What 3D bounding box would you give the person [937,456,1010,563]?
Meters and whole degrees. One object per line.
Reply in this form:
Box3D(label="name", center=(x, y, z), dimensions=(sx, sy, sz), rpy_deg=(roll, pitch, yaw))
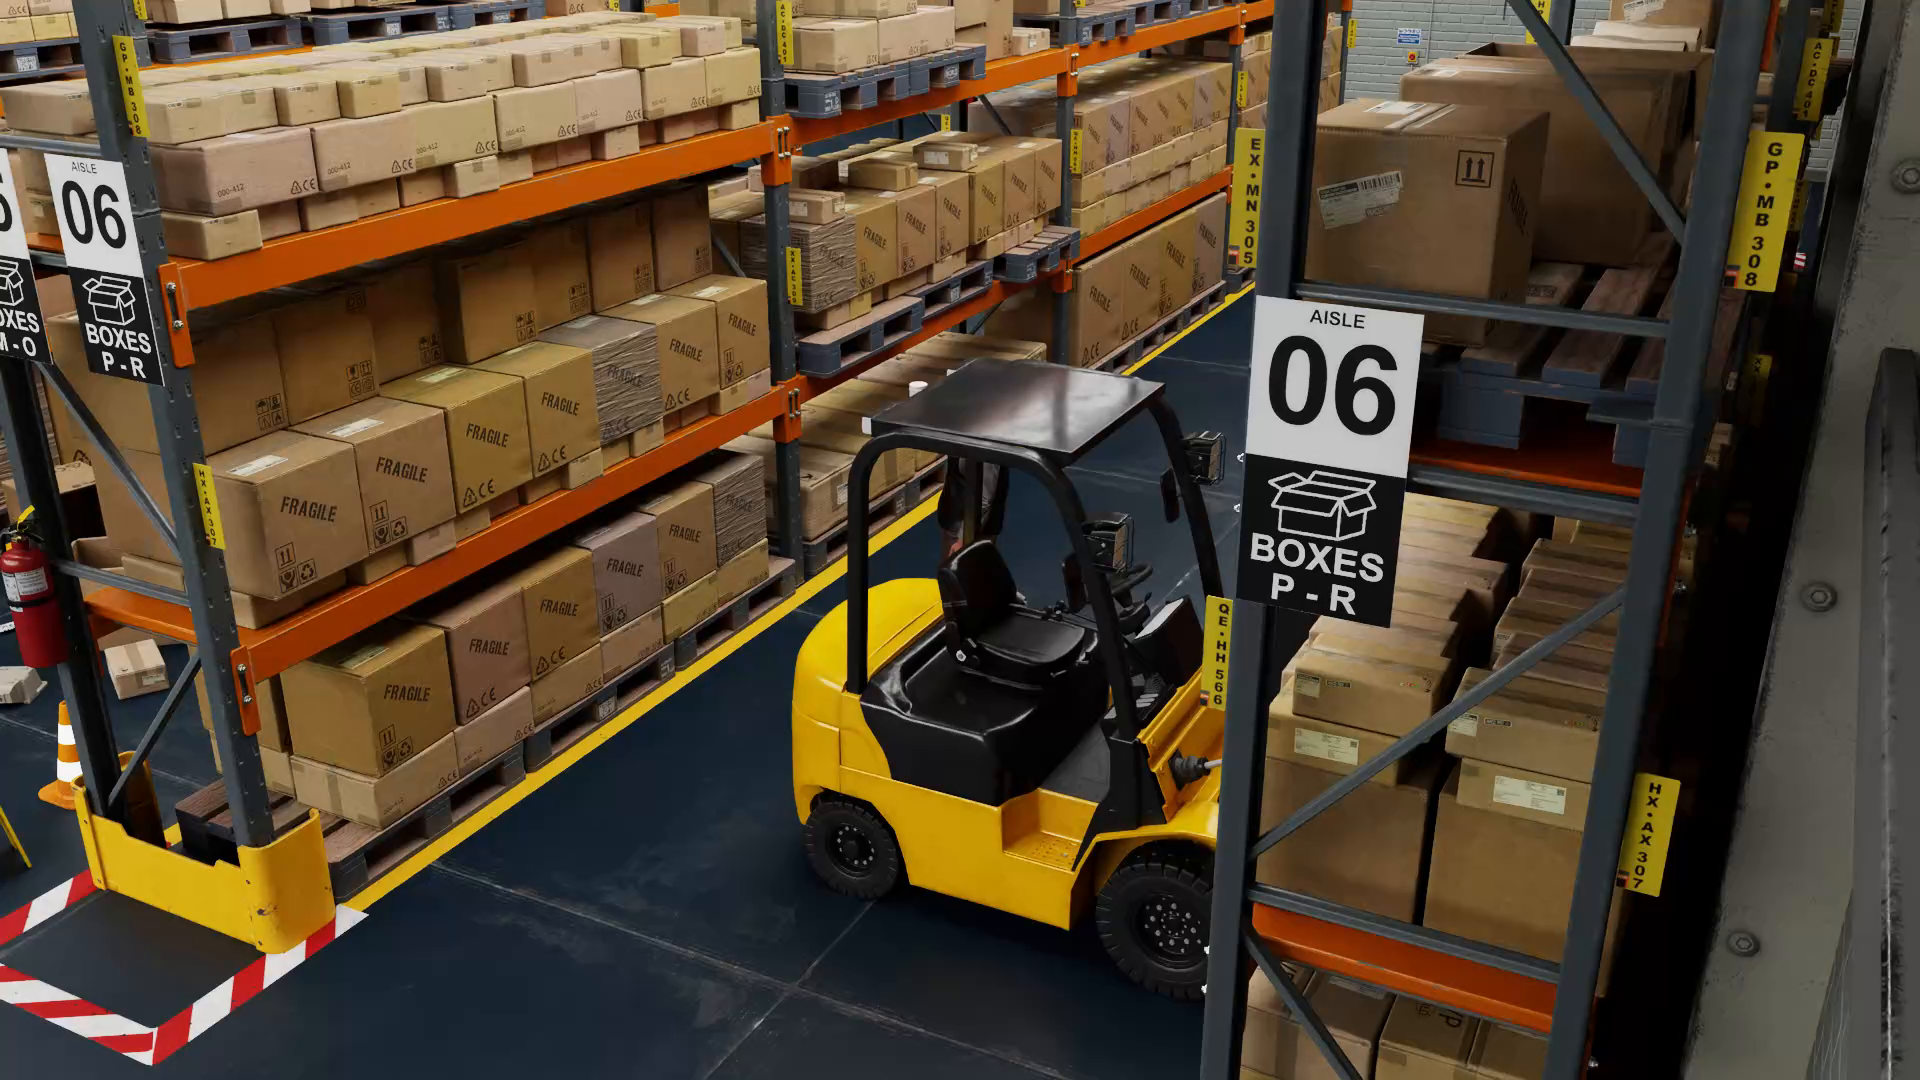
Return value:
Box3D(label="person", center=(-0.024, -0.065, 8.762), dimensions=(0.566, 1.722, 0.633), rpy_deg=(-1, 23, -2))
